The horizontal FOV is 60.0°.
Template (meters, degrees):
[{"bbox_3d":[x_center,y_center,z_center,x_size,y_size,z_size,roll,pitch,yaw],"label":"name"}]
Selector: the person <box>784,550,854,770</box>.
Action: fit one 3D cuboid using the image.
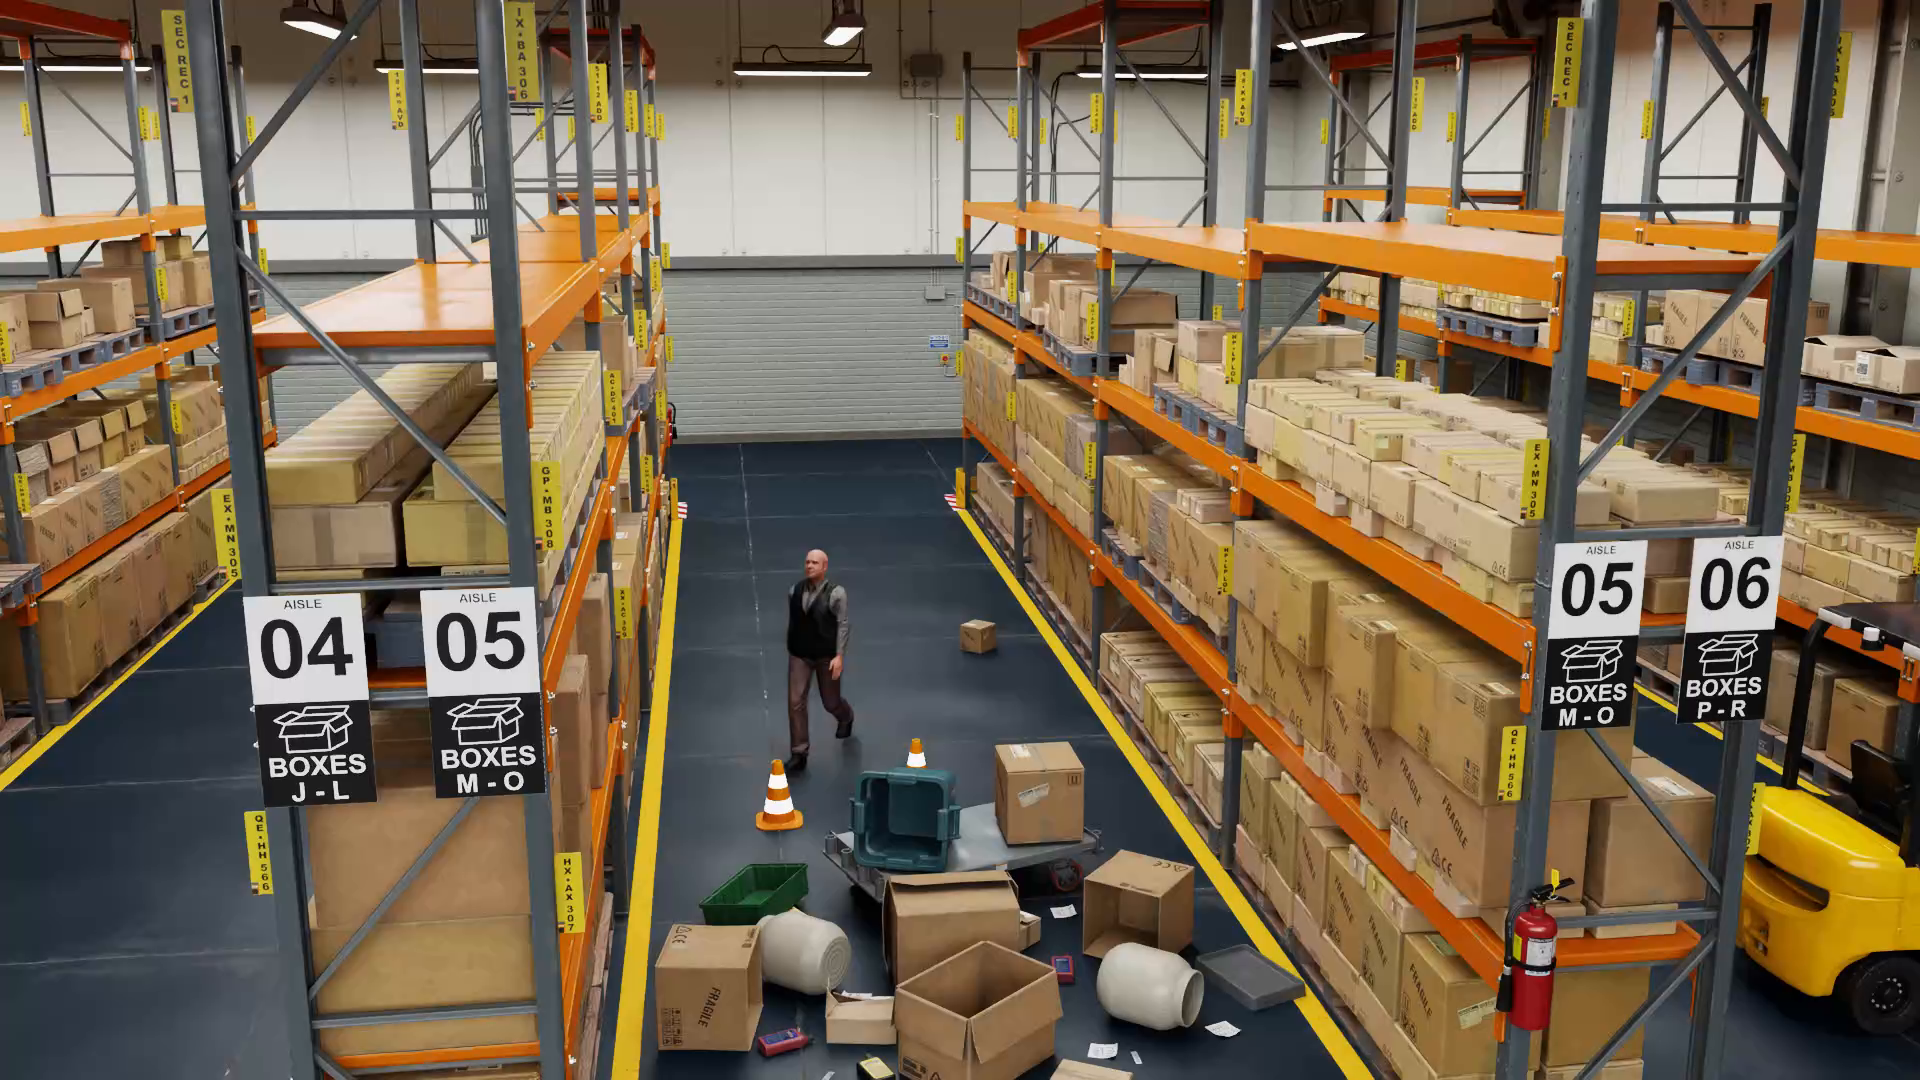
[{"bbox_3d":[-1.115,0.907,13.129,0.541,1.680,0.937,4,14,18],"label":"person"}]
